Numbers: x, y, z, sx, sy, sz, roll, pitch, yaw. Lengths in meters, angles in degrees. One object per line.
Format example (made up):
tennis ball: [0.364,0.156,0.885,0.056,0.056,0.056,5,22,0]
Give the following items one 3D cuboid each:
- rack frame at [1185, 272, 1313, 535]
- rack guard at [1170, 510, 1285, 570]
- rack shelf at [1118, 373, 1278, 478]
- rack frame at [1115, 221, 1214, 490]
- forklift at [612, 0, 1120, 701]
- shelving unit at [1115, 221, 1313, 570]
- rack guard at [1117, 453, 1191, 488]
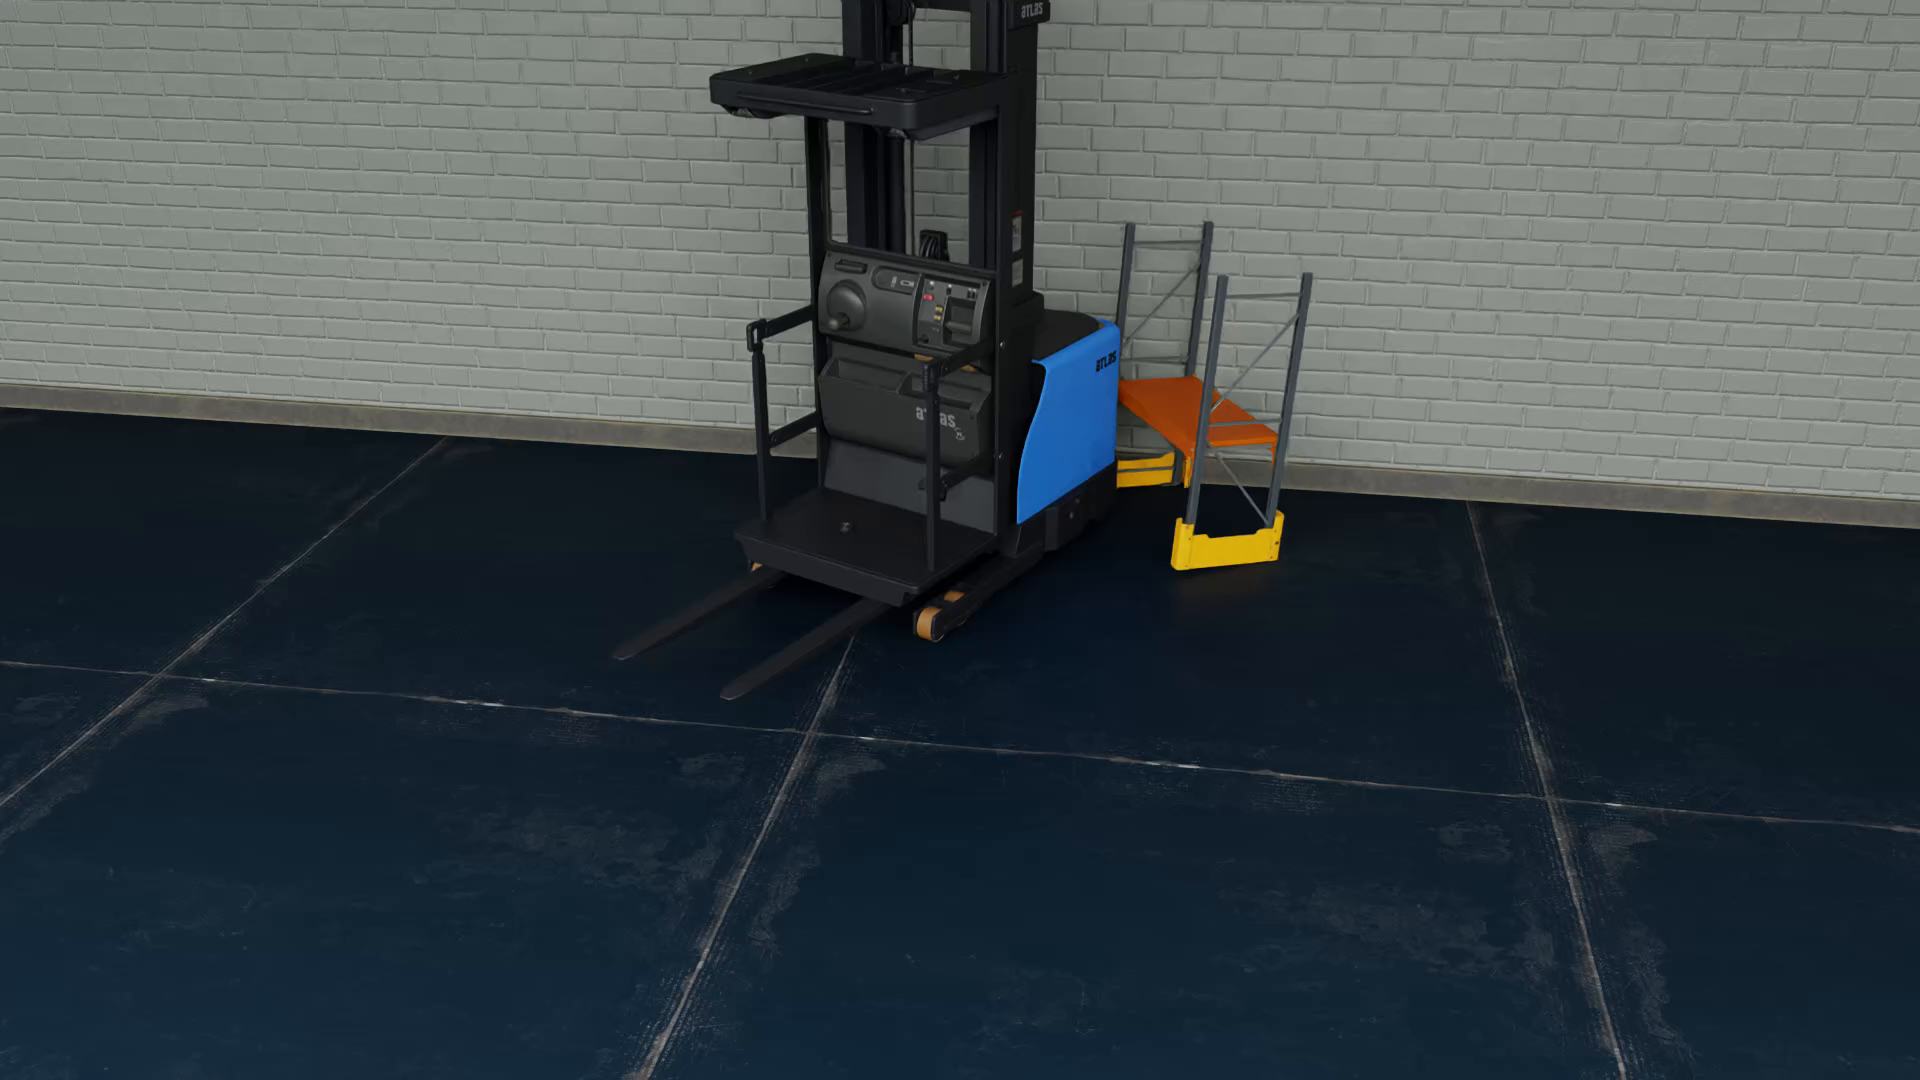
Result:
rack frame: [1.396,-0.571,8.161,0.500,1.500,0.032,-5,25,-19]
rack guard: [1.355,-0.002,8.415,0.587,0.250,0.087,-5,25,-19]
rack shelf: [1.213,-0.612,8.666,0.538,0.185,1.000,-5,25,-19]
rack frame: [1.054,-0.980,9.026,0.500,1.500,0.032,-5,25,-19]
forklift: [-0.385,-1.082,7.604,1.130,2.935,3.031,16,29,30]
shelving unit: [1.228,-0.772,8.586,0.587,1.500,1.083,-5,25,-19]
rack guard: [1.019,-0.403,9.263,0.587,0.250,0.087,-5,25,-19]
